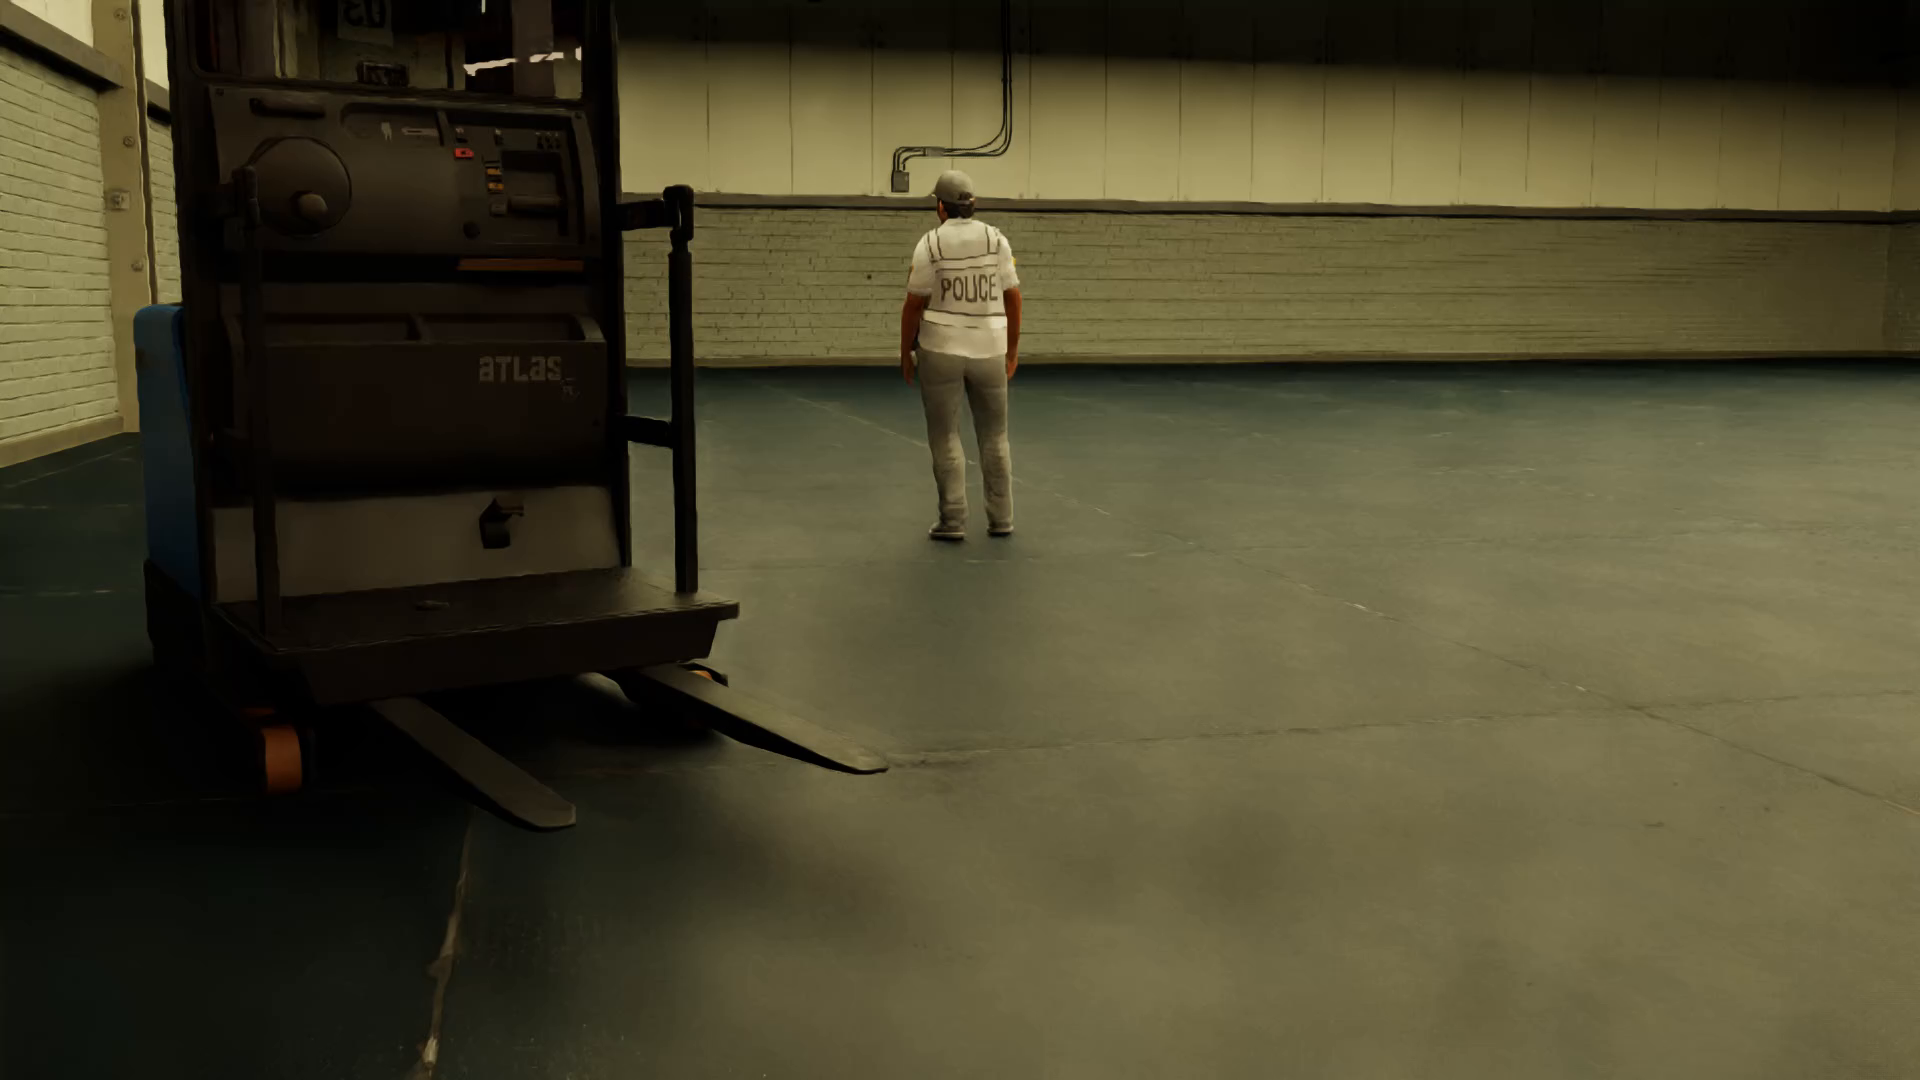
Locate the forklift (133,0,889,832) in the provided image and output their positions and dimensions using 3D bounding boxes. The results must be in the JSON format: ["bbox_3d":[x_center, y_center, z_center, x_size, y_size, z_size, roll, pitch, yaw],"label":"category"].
[{"bbox_3d":[-1.246,-0.958,3.982,1.130,2.935,3.031,-5,10,-33],"label":"forklift"}]

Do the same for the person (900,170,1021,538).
[{"bbox_3d":[0.004,-0.843,7.670,0.598,1.669,0.529,-2,8,-13],"label":"person"}]
